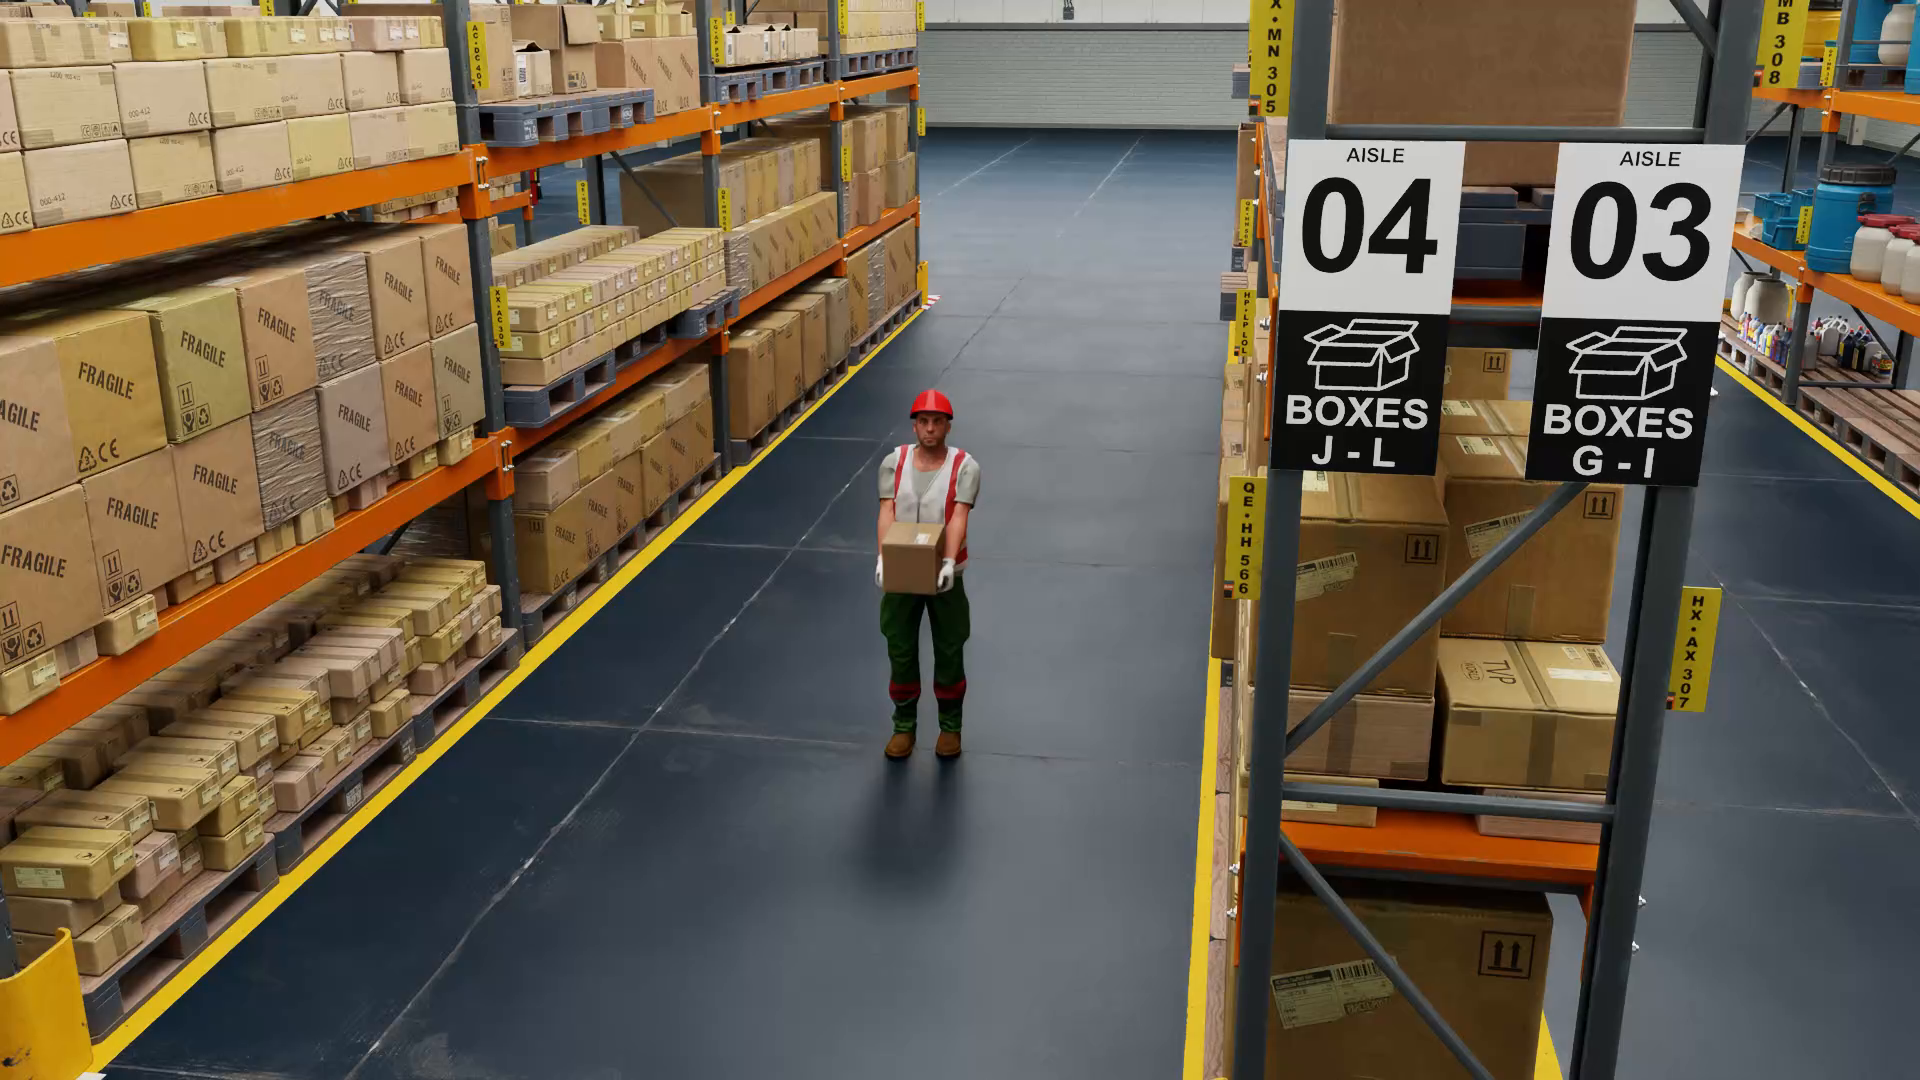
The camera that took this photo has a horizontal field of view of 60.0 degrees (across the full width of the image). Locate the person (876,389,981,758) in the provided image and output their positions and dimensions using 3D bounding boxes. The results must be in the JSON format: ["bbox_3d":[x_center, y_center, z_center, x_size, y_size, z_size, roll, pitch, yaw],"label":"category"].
[{"bbox_3d":[-0.168,0.191,7.925,0.493,1.782,0.563,3,18,9],"label":"person"}]
